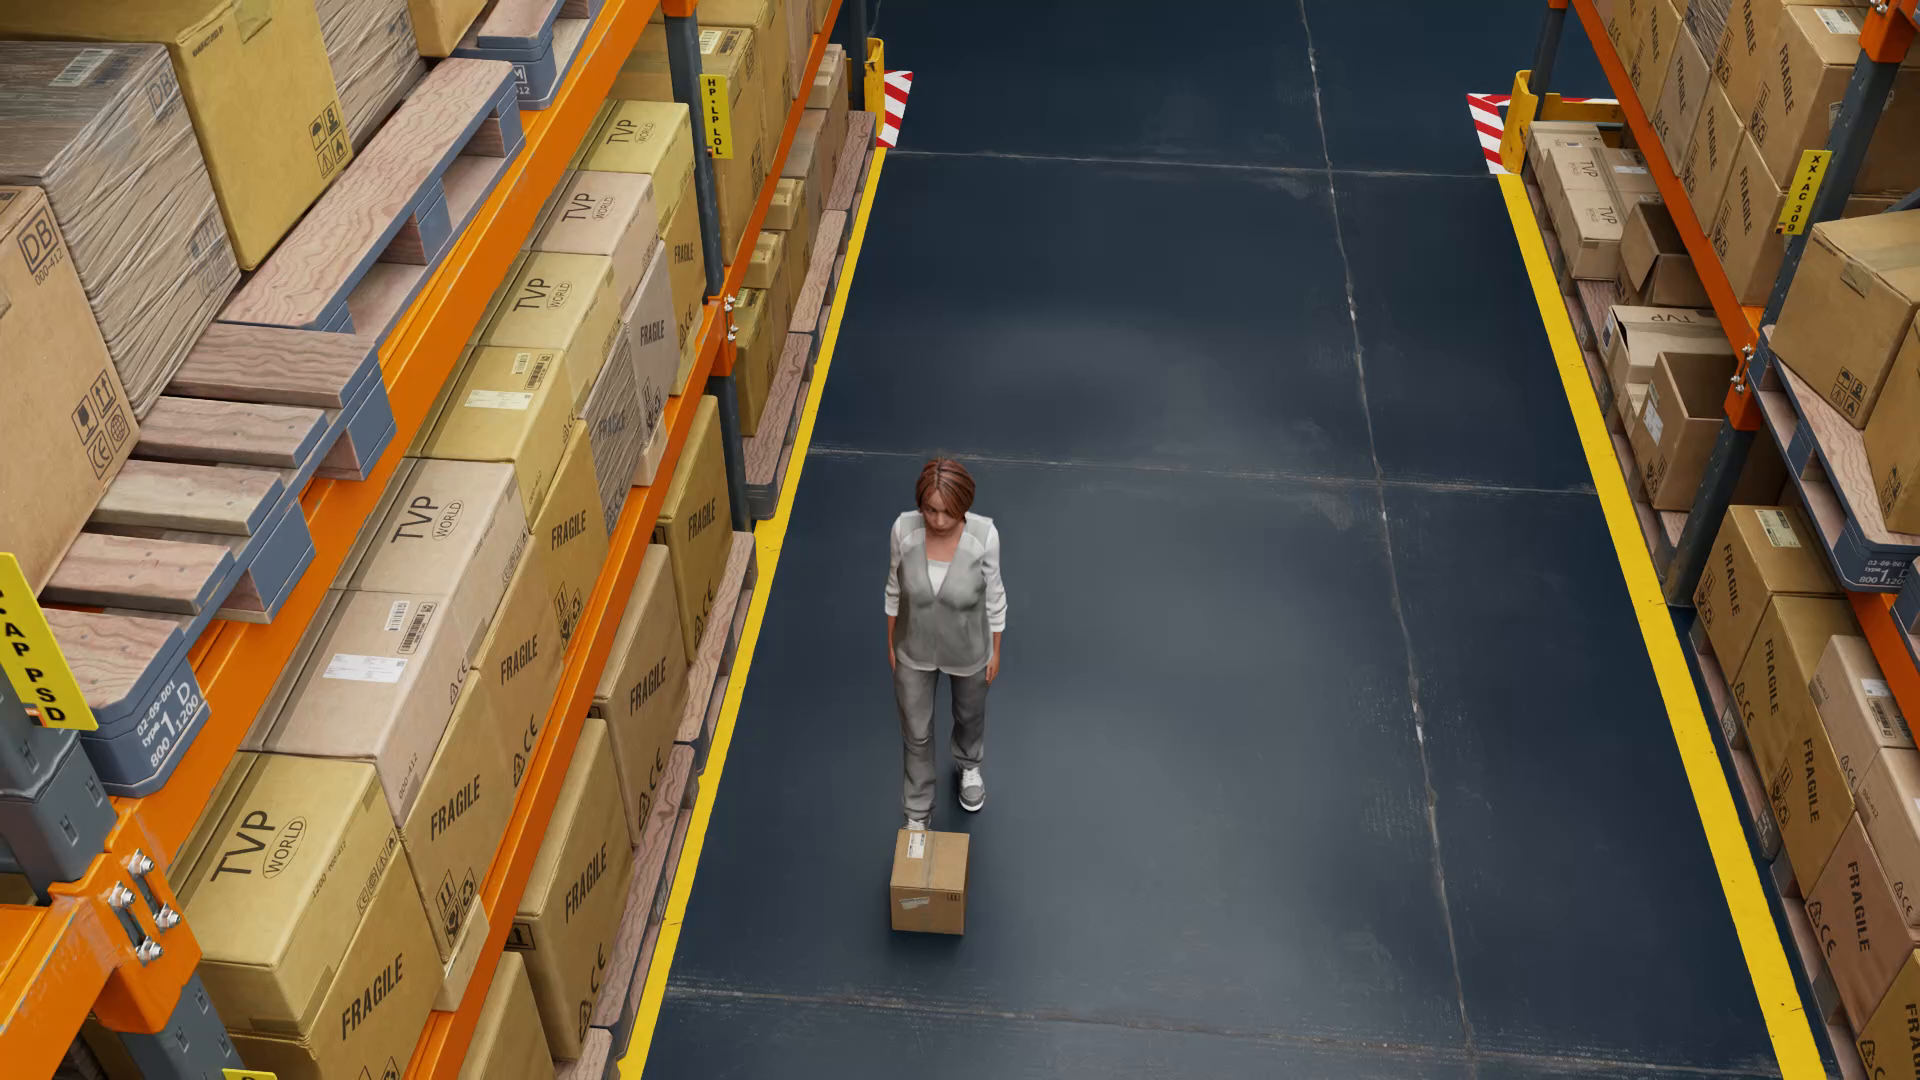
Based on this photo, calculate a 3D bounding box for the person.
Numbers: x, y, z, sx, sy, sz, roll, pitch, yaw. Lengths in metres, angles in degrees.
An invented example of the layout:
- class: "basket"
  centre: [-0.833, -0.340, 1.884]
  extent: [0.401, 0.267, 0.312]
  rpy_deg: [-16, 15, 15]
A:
- class: "person"
  centre: [-0.057, 0.410, 5.686]
  extent: [0.415, 1.602, 0.563]
  rpy_deg: [5, 41, 5]
